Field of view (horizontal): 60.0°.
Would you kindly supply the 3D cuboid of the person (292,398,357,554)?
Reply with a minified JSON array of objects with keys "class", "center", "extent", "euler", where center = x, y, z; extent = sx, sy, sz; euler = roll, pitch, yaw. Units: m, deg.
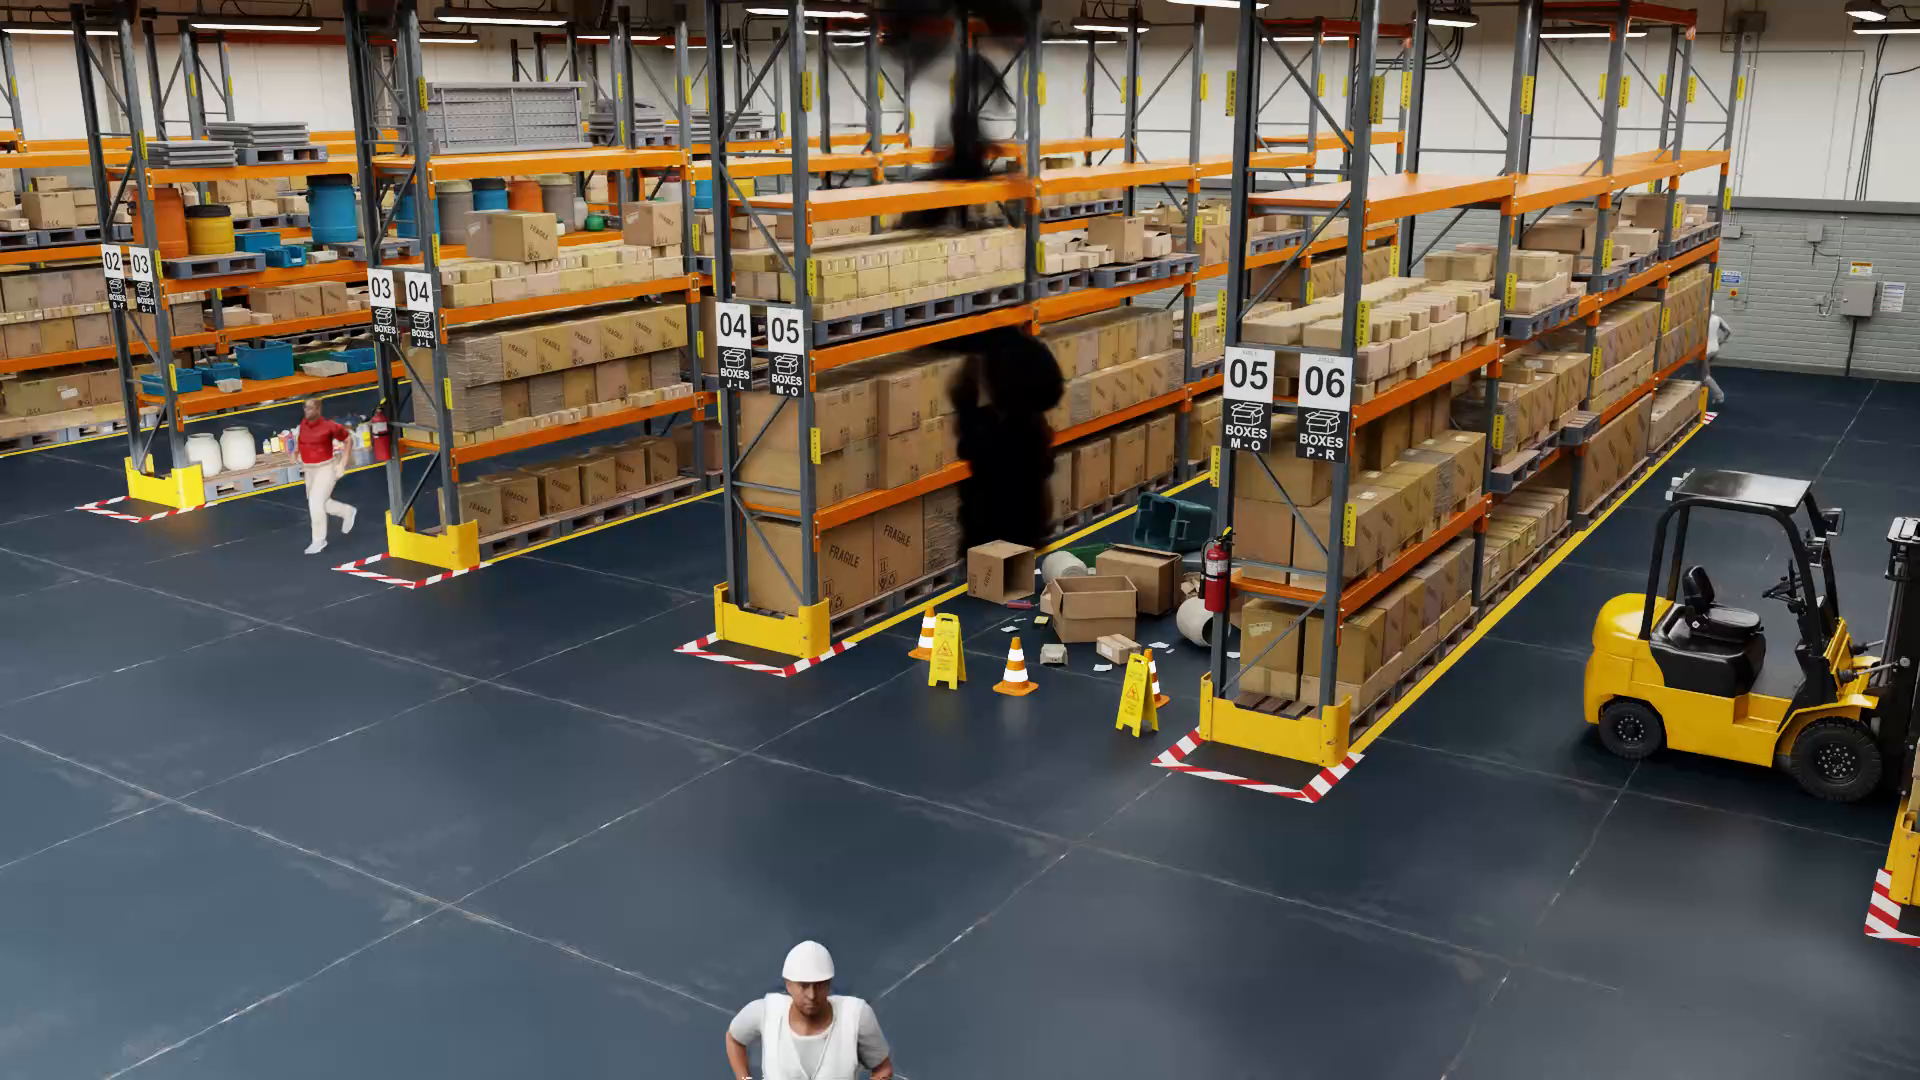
[{"class":"person","center":[-7.209,-0.761,18.842],"extent":[0.701,1.738,0.848],"euler":[9,18,29]}]

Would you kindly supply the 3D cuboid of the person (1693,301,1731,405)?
[{"class":"person","center":[11.945,-2.997,26.731],"extent":[0.646,1.789,0.812],"euler":[-8,17,-26]}]

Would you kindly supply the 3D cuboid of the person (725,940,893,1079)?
[{"class":"person","center":[-0.615,2.486,6.935],"extent":[0.682,1.791,0.987],"euler":[-3,16,-9]}]
